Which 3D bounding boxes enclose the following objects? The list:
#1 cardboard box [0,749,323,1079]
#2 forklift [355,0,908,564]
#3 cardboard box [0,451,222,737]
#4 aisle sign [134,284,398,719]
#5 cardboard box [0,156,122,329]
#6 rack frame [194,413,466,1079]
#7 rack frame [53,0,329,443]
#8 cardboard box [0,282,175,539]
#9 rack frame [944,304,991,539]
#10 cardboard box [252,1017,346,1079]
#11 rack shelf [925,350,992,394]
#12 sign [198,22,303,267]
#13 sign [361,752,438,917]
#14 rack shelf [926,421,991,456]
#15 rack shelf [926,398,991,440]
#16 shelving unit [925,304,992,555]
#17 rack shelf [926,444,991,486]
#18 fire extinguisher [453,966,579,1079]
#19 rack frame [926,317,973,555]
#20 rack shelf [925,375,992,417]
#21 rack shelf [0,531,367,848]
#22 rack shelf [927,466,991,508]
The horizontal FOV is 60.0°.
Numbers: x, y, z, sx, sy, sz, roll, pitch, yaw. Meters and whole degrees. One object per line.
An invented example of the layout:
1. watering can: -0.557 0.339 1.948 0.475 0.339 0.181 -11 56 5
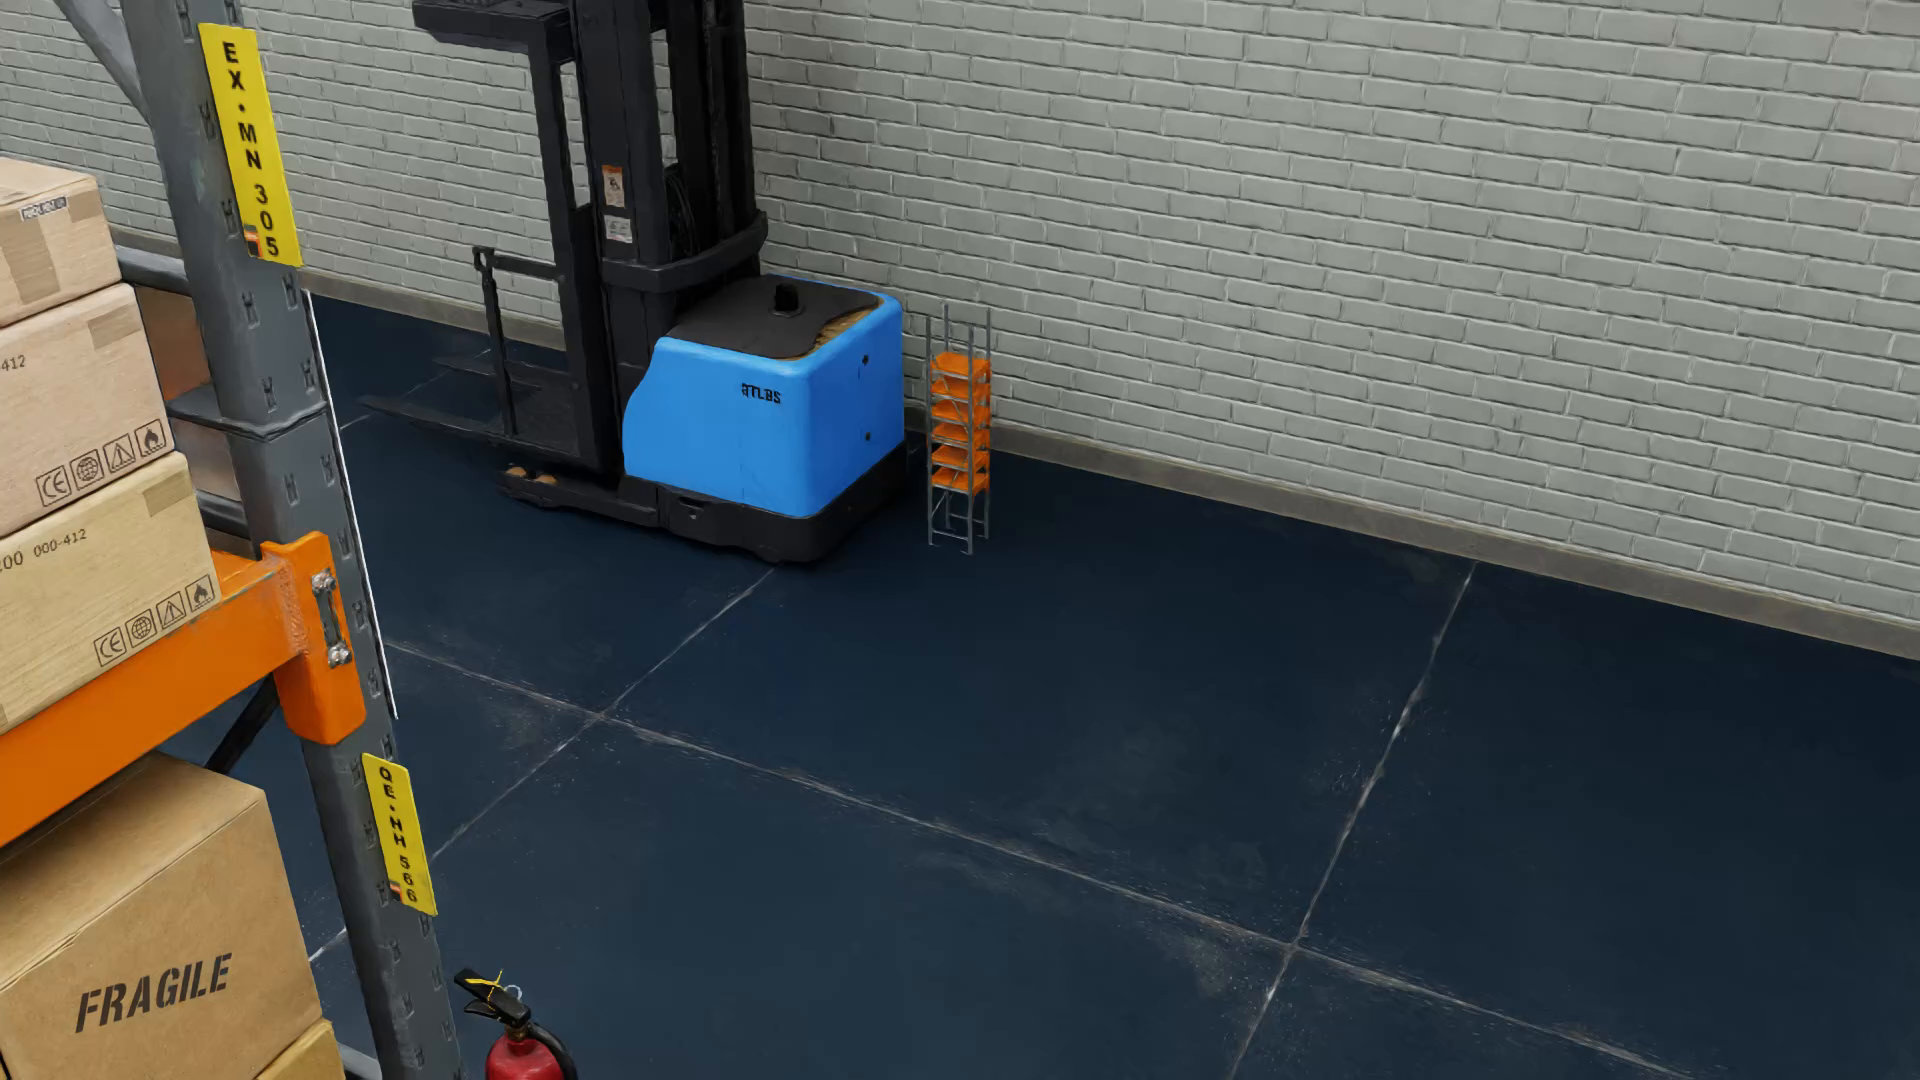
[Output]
1. cardboard box: -1.438 0.669 2.670 0.500 0.500 0.500 14 33 22
2. forklift: -1.823 -1.655 8.188 3.031 2.935 1.130 14 33 23
3. cardboard box: -1.422 0.041 2.305 0.500 0.250 0.500 14 33 22
4. aisle sign: -1.150 -0.076 2.760 0.394 0.787 0.004 14 33 23
5. cardboard box: -1.340 -0.396 2.164 0.380 0.149 0.250 14 33 23
6. rack frame: -1.451 1.015 3.470 1.000 3.000 0.127 14 33 23
7. rack frame: -1.451 -1.586 1.976 1.000 3.000 0.127 14 33 23
8. cardboard box: -1.434 -0.175 2.180 0.500 0.250 0.500 13 32 22
9. rack frame: 0.035 -0.554 8.011 0.240 1.200 0.006 14 33 23
10. cardboard box: -1.426 1.101 2.922 0.500 0.500 0.500 15 33 24
11. rack shelf: -0.007 -0.788 7.783 0.258 0.103 0.180 14 33 23
12. sign: -0.966 -0.535 2.268 0.100 0.325 0.005 14 33 23
13. sign: -0.966 0.511 2.868 0.100 0.325 0.005 14 33 23
14. rack shelf: -0.007 -0.475 7.962 0.258 0.103 0.180 14 33 23
15. rack shelf: -0.007 -0.579 7.902 0.258 0.103 0.180 14 33 23
16. shelving unit: -0.007 -0.514 7.940 0.258 1.200 0.189 14 33 23
17. rack shelf: -0.007 -0.371 8.022 0.258 0.103 0.180 14 33 23
18. fire extinguisher: -0.925 1.204 3.594 0.296 0.674 0.183 14 33 23
19. rack frame: -0.048 -0.473 7.869 0.240 1.200 0.006 14 33 23
20. rack shelf: -0.007 -0.683 7.843 0.258 0.103 0.180 14 33 23
21. rack shelf: -2.362 0.913 1.358 1.077 0.370 4.000 14 33 23
22. rack shelf: -0.007 -0.267 8.082 0.258 0.103 0.180 14 33 23
